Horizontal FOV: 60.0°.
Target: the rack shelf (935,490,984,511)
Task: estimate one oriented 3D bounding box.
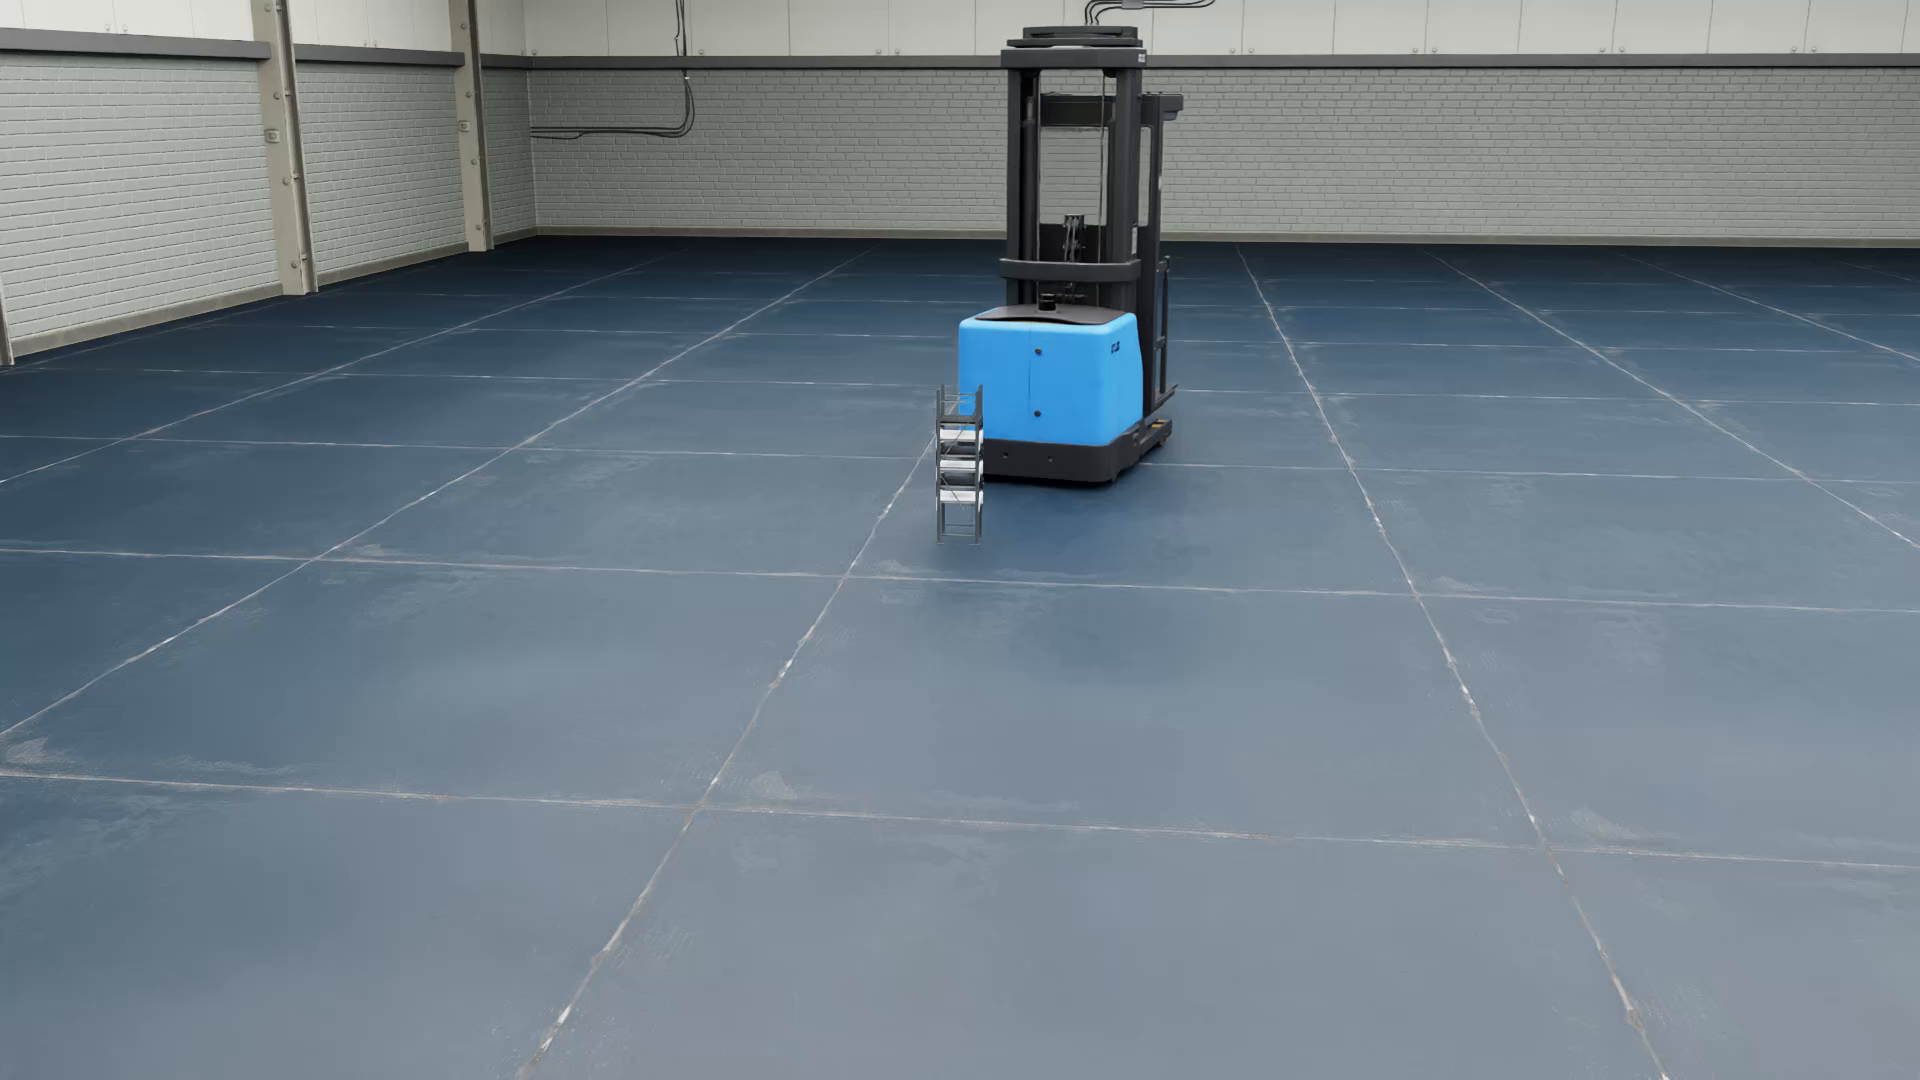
[{"bbox_3d":[-0.001,-0.226,9.592,0.258,0.077,0.200,2,15,6],"label":"rack shelf"}]

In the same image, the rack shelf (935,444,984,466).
[{"bbox_3d":[-0.001,-0.487,9.522,0.258,0.077,0.200,2,15,6],"label":"rack shelf"}]

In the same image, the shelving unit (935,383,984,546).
[{"bbox_3d":[-0.001,-0.432,9.537,0.258,0.900,0.210,2,15,6],"label":"shelving unit"}]

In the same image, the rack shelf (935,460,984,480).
[{"bbox_3d":[-0.001,-0.400,9.546,0.258,0.077,0.200,2,15,6],"label":"rack shelf"}]

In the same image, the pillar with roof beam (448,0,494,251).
[{"bbox_3d":[-3.565,-8.962,25.565,9.100,9.000,0.400,2,15,6],"label":"pillar with roof beam"}]

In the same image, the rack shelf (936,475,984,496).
[{"bbox_3d":[-0.001,-0.313,9.569,0.258,0.077,0.200,2,15,6],"label":"rack shelf"}]

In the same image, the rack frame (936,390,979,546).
[{"bbox_3d":[-0.012,-0.406,9.439,0.240,0.900,0.006,2,15,6],"label":"rack frame"}]

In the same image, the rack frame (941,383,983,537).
[{"bbox_3d":[0.011,-0.459,9.634,0.240,0.900,0.006,2,15,6],"label":"rack frame"}]

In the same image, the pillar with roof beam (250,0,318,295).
[{"bbox_3d":[-4.242,-7.406,19.810,9.100,9.000,0.400,2,15,6],"label":"pillar with roof beam"}]

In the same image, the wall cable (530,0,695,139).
[{"bbox_3d":[-6.196,-8.315,29.121,3.097,2.526,0.112,2,15,6],"label":"wall cable"}]

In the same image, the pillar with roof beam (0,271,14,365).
[{"bbox_3d":[-4.919,-5.849,14.055,9.100,9.000,0.400,2,15,6],"label":"pillar with roof beam"}]

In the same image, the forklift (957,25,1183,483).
[{"bbox_3d":[0.944,-2.130,11.923,1.130,2.935,3.031,5,16,19],"label":"forklift"}]

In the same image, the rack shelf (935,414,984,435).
[{"bbox_3d":[-0.001,-0.661,9.475,0.258,0.077,0.200,2,15,6],"label":"rack shelf"}]

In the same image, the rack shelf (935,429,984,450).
[{"bbox_3d":[-0.001,-0.574,9.499,0.258,0.077,0.200,2,15,6],"label":"rack shelf"}]

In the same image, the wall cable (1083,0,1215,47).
[{"bbox_3d":[3.235,-11.172,27.223,2.305,6.003,0.169,2,15,6],"label":"wall cable"}]
